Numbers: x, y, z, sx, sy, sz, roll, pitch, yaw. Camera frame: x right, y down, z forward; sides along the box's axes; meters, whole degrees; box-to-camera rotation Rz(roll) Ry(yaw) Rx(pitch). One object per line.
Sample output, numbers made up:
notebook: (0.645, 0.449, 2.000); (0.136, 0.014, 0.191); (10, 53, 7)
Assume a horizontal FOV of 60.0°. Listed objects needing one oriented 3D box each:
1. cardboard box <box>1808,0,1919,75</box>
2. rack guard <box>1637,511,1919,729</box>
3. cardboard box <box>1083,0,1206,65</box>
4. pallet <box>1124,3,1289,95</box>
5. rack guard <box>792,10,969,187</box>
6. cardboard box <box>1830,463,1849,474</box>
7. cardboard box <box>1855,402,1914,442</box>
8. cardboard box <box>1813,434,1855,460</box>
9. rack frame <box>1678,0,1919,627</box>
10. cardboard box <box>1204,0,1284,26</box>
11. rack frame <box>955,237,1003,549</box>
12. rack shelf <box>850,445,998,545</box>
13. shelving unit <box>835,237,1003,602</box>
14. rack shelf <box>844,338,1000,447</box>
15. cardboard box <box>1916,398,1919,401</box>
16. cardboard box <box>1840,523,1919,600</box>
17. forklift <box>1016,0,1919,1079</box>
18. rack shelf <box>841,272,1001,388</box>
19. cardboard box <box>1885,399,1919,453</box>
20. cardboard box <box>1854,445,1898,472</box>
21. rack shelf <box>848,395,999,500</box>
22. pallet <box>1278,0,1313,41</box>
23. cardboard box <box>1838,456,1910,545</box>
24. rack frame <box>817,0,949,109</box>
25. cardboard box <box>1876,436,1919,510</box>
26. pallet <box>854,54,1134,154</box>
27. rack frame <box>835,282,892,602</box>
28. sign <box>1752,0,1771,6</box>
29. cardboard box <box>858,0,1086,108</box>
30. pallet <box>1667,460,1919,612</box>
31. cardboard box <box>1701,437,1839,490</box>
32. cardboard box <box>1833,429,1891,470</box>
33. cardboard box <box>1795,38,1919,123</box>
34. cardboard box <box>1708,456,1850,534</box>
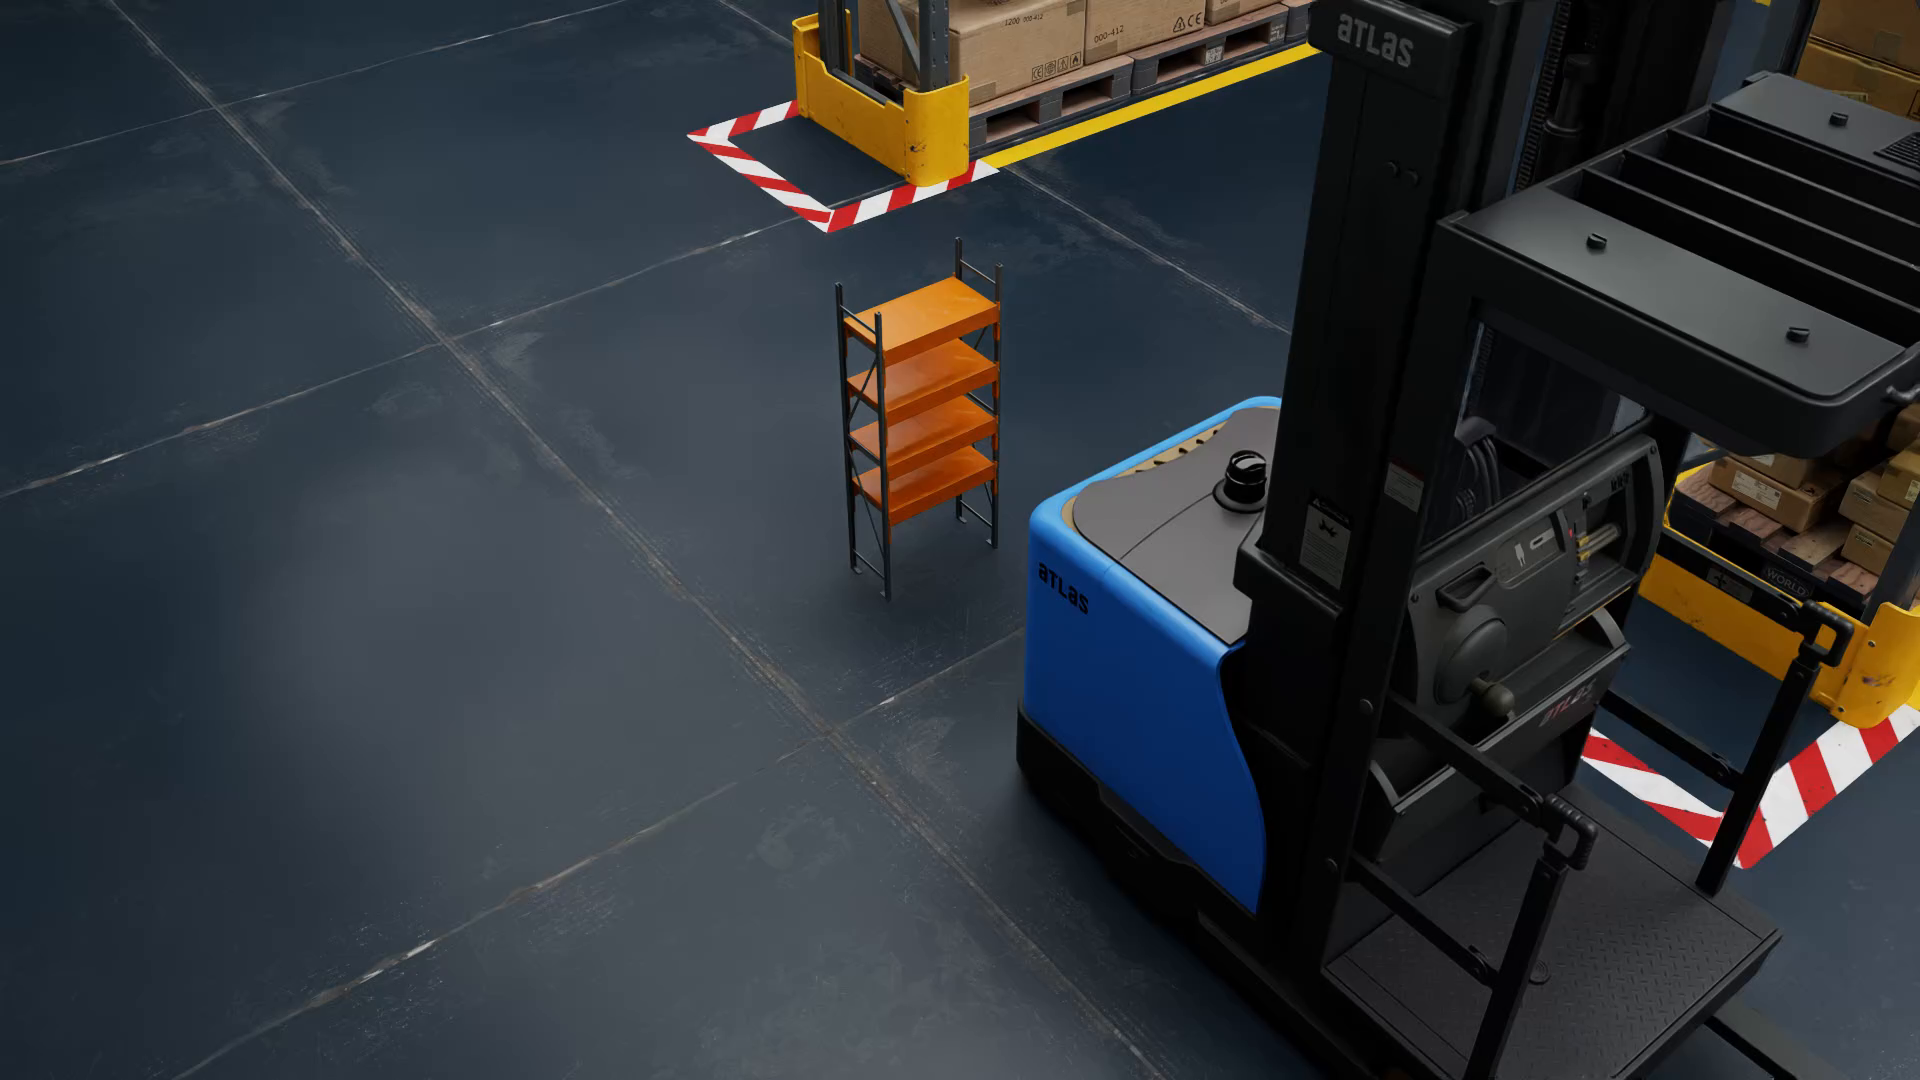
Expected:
cardboard box: (2.906, -1.692, 4.846); (0.500, 0.500, 0.500); (-27, 46, -29)
rack guard: (2.755, 0.087, 5.749); (0.348, 0.500, 1.175); (-26, 46, -28)
cardboard box: (0.781, -3.135, 9.396); (0.875, 0.438, 0.875); (-25, 45, -27)
pallet: (1.151, -3.039, 9.788); (1.213, 0.211, 1.003); (-26, 46, -28)
rack guard: (-0.421, -2.324, 8.689); (0.348, 0.500, 1.175); (-26, 46, -28)
cardboard box: (3.127, -0.369, 6.251); (0.250, 0.149, 0.380); (-25, 45, -27)
cardboard box: (3.194, -0.540, 5.991); (0.250, 0.149, 0.380); (-25, 46, -27)
cardboard box: (2.960, -0.472, 5.908); (0.250, 0.149, 0.380); (-25, 46, -28)
rack frame: (2.694, -0.850, 4.921); (0.127, 3.000, 1.000); (-26, 46, -28)
cardboard box: (1.497, -3.483, 9.819); (0.875, 0.438, 0.875); (-27, 47, -29)
rack frame: (0.062, -0.494, 5.906); (0.015, 1.200, 0.240); (-26, 46, -28)
rack shelf: (-0.131, -0.194, 5.960); (0.480, 0.148, 0.258); (-26, 46, -28)
shelving unit: (-0.131, -0.400, 5.791); (0.503, 1.200, 0.258); (-26, 46, -28)
rack shelf: (-0.131, -0.521, 5.692); (0.480, 0.148, 0.258); (-26, 46, -28)
cardboard box: (3.626, -0.626, 6.330); (0.250, 0.149, 0.380); (-27, 46, -29)
cardboard box: (3.305, 0.049, 5.742); (0.250, 0.149, 0.380); (-25, 46, -27)
forklift: (1.483, 0.153, 3.753); (1.130, 2.935, 3.031); (-26, 46, -28)
rack shelf: (-0.131, -0.704, 5.542); (0.480, 0.148, 0.258); (-26, 46, -28)
cardboard box: (3.462, -0.339, 5.745); (0.250, 0.149, 0.380); (-25, 46, -27)
cardboard box: (3.389, -0.427, 6.322); (0.250, 0.149, 0.380); (-26, 46, -28)
rack shelf: (-0.131, -0.348, 5.834); (0.480, 0.148, 0.258); (-26, 46, -28)
pallet: (2.119, -3.513, 10.366); (1.213, 0.211, 1.003); (-26, 46, -28)
cardboard box: (3.266, -0.098, 5.687); (0.250, 0.149, 0.380); (-24, 45, -26)
rack frame: (-0.402, -3.300, 7.908); (0.127, 3.000, 1.000); (-26, 46, -28)
cardboard box: (3.317, -0.172, 5.542); (0.250, 0.149, 0.380); (-28, 47, -30)
pallet: (0.184, -2.570, 9.217); (1.213, 0.211, 1.003); (-26, 46, -28)
rack frame: (-0.325, -0.306, 5.677); (0.015, 1.200, 0.240); (-26, 46, -28)
sign: (2.372, -1.706, 4.803); (0.005, 0.325, 0.100); (-26, 46, -28)
cardboard box: (0.060, -2.777, 8.959); (0.875, 0.438, 0.875); (-28, 47, -29)
pallet: (3.420, -0.097, 6.202); (1.213, 0.211, 1.003); (-26, 46, -28)
cardboard box: (2.939, -0.372, 6.021); (0.250, 0.149, 0.380); (-27, 47, -29)
cardboard box: (3.179, -0.446, 6.111); (0.250, 0.149, 0.380); (-27, 47, -29)
cardboard box: (2.894, -1.306, 5.164); (0.500, 0.500, 0.500); (-25, 46, -27)
cardboard box: (2.985, -0.218, 6.068); (0.250, 0.149, 0.380); (-25, 46, -27)
